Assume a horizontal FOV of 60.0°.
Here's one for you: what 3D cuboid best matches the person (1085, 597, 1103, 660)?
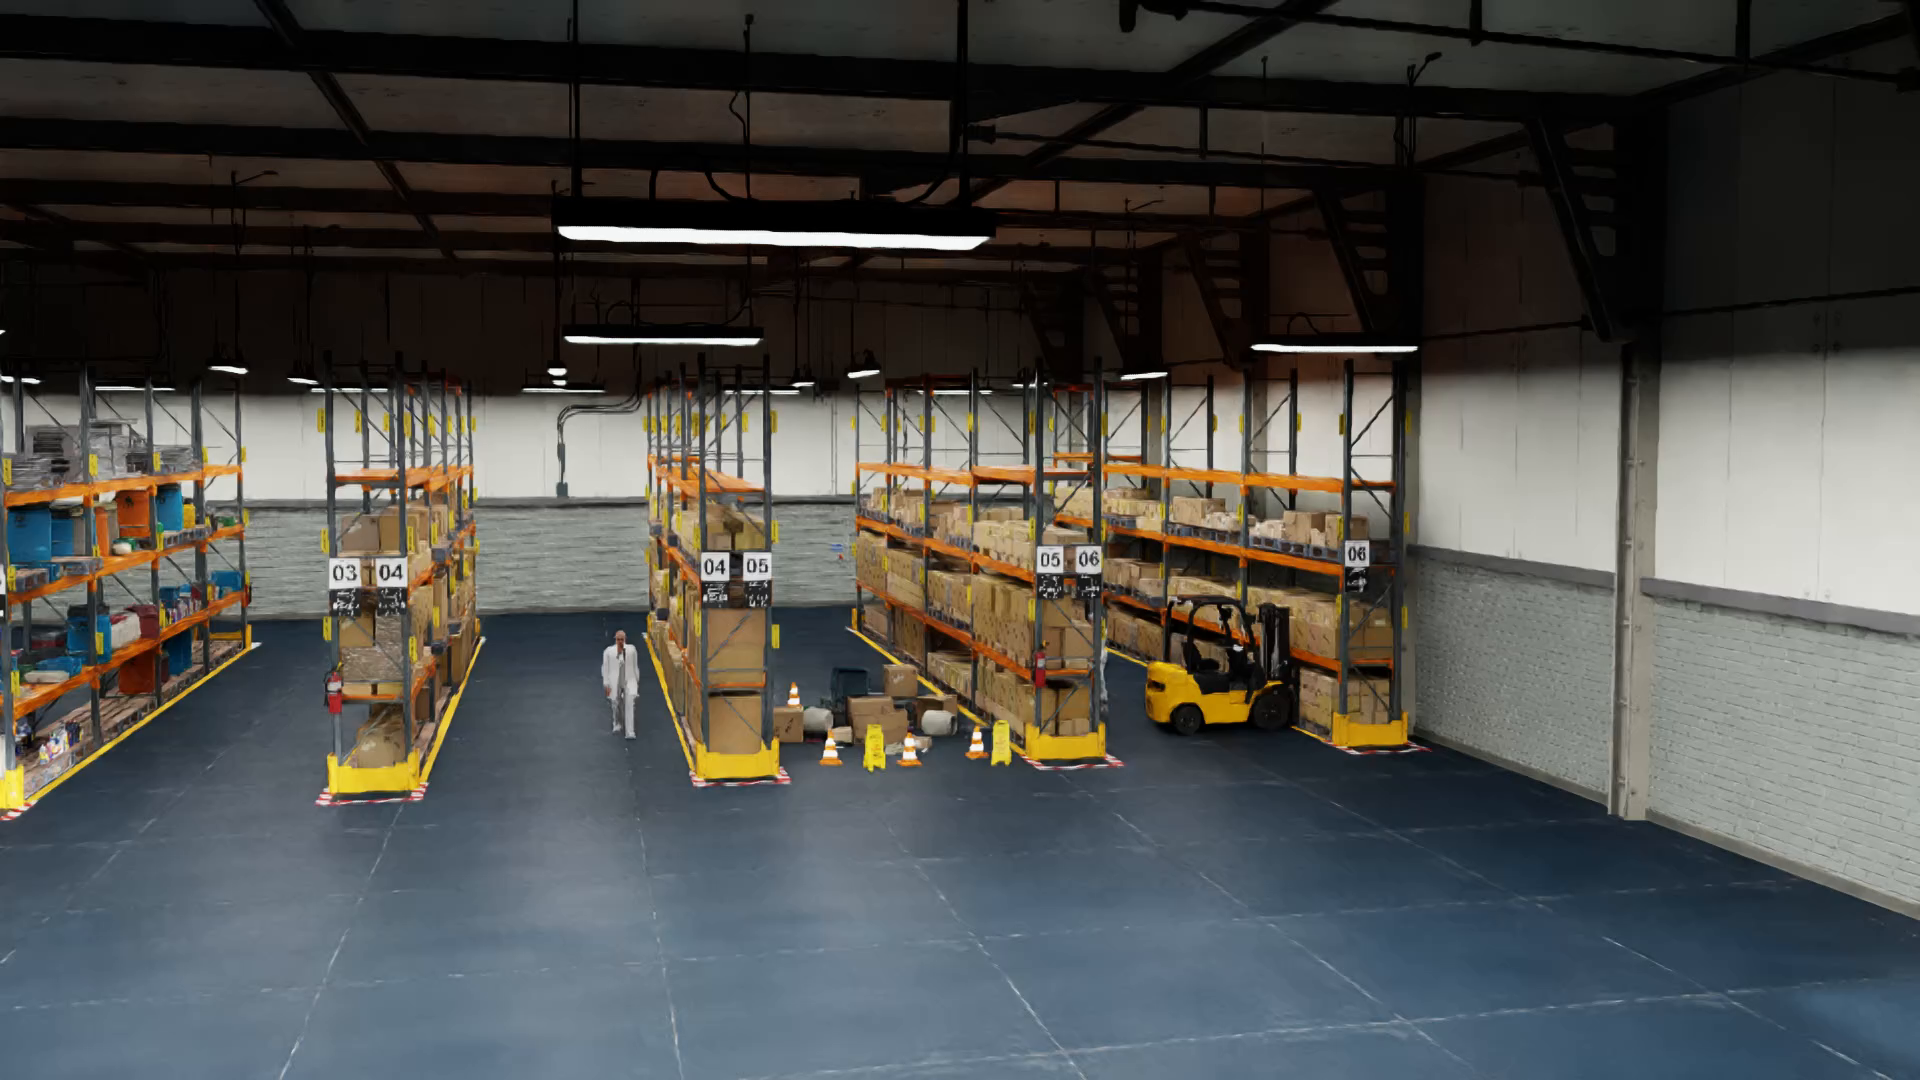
[{"bbox_3d":[2.764,1.709,34.865,0.581,1.709,0.635,1,4,8],"label":"person"}]

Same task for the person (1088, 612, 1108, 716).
[{"bbox_3d":[2.319,2.100,28.670,0.577,1.785,0.655,1,4,19],"label":"person"}]

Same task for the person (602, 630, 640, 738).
[{"bbox_3d":[-5.431,2.282,26.635,0.598,1.698,1.193,-1,4,-11],"label":"person"}]

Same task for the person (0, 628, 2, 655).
[{"bbox_3d":[-17.649,2.092,30.273,0.461,1.596,0.999,-1,4,-14],"label":"person"}]
